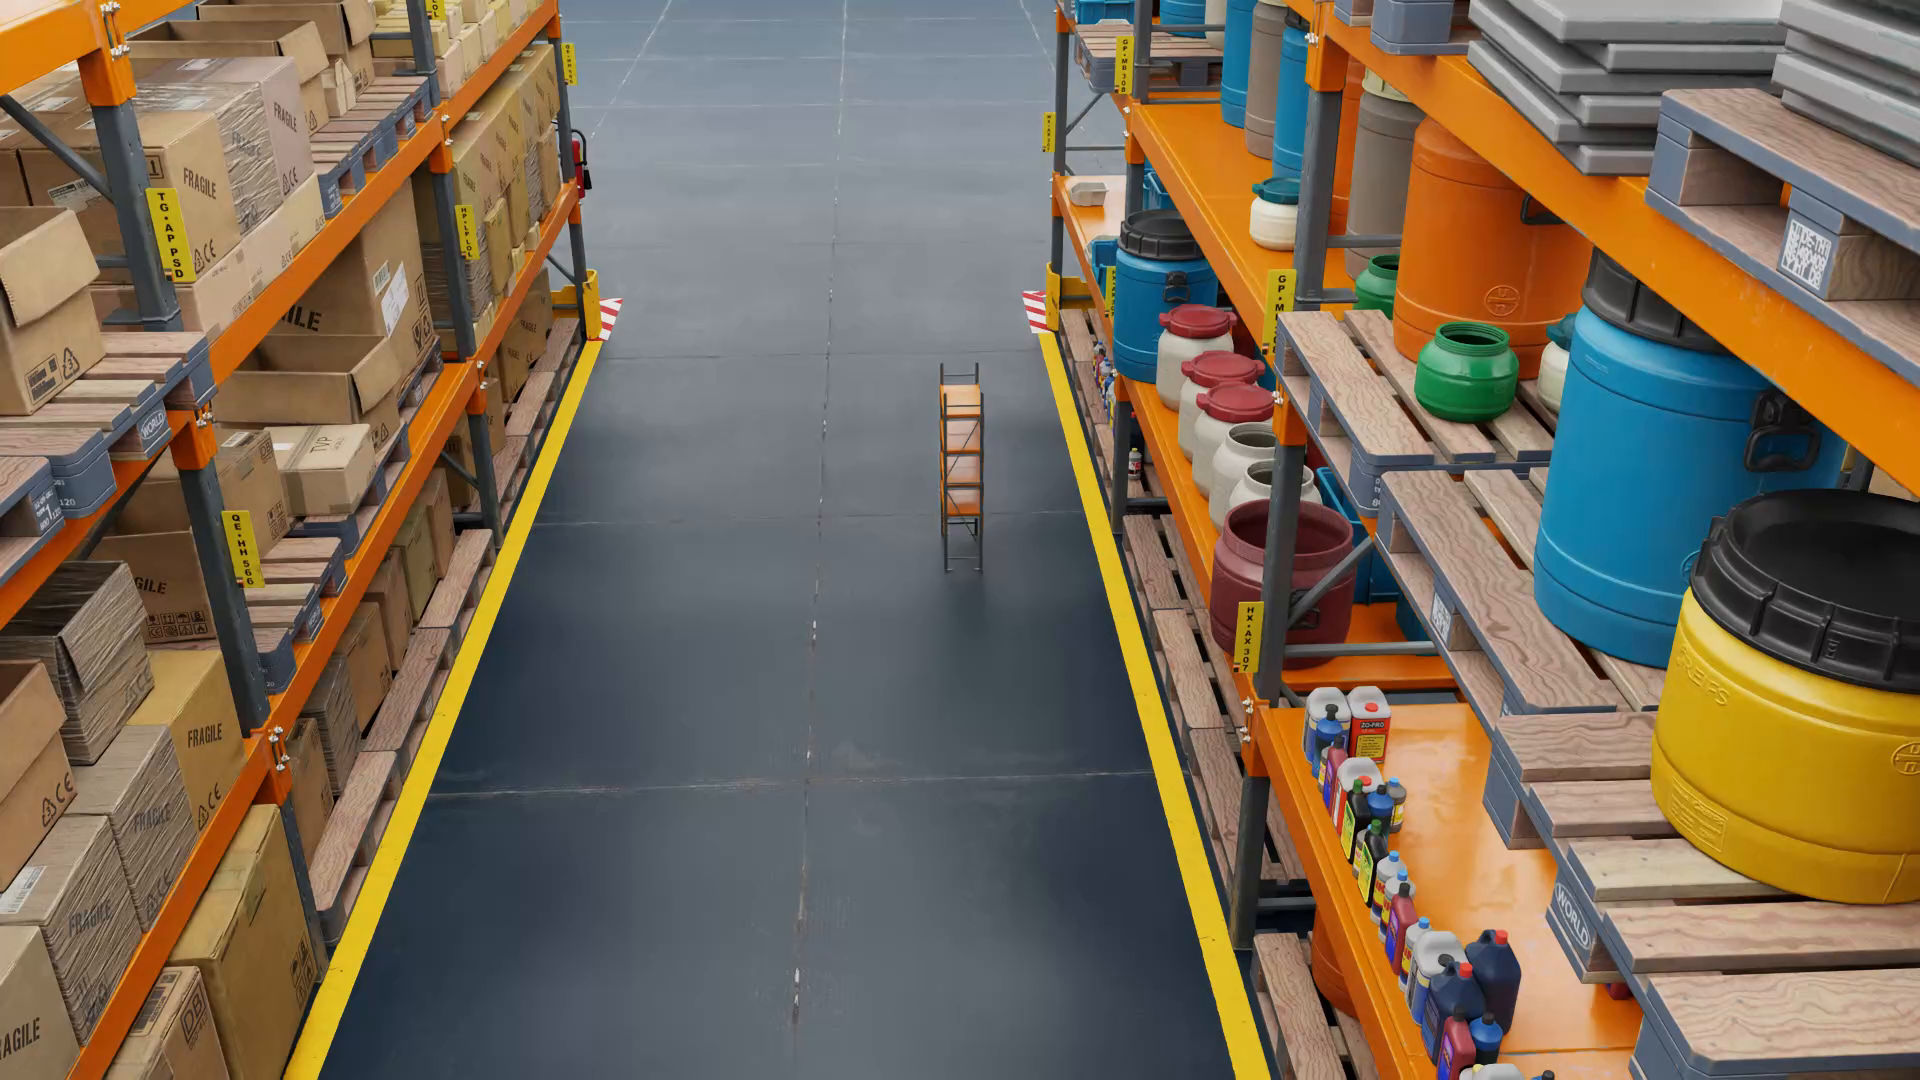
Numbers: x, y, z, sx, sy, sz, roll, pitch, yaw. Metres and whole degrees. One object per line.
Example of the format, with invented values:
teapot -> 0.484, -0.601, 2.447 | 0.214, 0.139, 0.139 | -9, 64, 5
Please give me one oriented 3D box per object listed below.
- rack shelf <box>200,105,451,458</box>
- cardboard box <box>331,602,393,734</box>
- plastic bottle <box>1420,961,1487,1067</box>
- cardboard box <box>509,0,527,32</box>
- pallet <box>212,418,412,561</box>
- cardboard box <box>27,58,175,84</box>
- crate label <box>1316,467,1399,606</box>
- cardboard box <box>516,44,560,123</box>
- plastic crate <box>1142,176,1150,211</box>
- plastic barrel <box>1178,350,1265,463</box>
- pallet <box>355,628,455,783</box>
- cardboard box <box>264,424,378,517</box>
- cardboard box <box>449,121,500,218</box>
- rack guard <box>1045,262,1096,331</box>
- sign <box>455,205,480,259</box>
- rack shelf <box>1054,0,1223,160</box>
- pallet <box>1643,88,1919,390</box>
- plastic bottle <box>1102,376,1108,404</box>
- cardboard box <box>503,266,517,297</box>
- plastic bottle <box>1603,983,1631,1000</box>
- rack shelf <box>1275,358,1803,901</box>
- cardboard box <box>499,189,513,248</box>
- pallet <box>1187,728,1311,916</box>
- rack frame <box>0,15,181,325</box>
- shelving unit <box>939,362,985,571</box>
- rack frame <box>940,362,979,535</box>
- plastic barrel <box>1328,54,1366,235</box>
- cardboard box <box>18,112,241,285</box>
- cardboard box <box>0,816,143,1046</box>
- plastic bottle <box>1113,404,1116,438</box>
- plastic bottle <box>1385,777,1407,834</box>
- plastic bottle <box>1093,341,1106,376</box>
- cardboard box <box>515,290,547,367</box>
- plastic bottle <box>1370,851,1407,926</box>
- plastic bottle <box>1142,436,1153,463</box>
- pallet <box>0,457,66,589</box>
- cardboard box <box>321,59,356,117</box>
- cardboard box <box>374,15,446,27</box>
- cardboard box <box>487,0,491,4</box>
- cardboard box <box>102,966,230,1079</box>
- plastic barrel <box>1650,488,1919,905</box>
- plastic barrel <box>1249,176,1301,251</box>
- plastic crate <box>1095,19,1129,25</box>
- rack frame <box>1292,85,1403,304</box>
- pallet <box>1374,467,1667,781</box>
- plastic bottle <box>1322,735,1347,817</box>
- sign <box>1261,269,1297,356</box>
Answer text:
rack shelf -> -3.349, -1.369, 7.727 | 1.077, 0.370, 4.000 | -1, 28, -3
cardboard box -> -3.378, 0.653, 8.545 | 0.700, 0.500, 0.500 | 1, 28, 2
plastic bottle -> 1.478, 1.390, 4.957 | 0.144, 0.351, 0.185 | -1, 28, -3
cardboard box -> -3.337, -3.708, 11.597 | 0.500, 0.250, 0.500 | -1, 28, -2
pallet -> -3.389, -0.262, 8.279 | 1.003, 0.211, 1.213 | -1, 28, -3
cardboard box -> -3.568, -1.710, 6.955 | 0.500, 0.500, 0.500 | -1, 28, -2
crate label -> 1.919, -0.035, 7.597 | 0.502, 0.435, 0.616 | -1, 28, -3
cardboard box -> -3.387, -3.500, 12.769 | 0.500, 0.500, 0.500 | -1, 28, -3
plastic crate -> 1.637, -2.658, 12.826 | 0.499, 0.251, 0.408 | -1, 28, -3
plastic barrel -> 1.362, -0.675, 8.717 | 0.433, 0.535, 0.433 | 0, 28, 0
pallet -> -3.345, 0.879, 8.898 | 1.003, 0.211, 1.213 | -1, 28, -3
cardboard box -> -3.103, -0.333, 7.916 | 0.500, 0.250, 0.500 | -2, 28, -4
cardboard box -> -3.251, -2.346, 10.555 | 0.500, 0.500, 0.500 | -1, 28, -3
rack guard -> 1.334, -2.106, 14.310 | 1.175, 0.500, 0.348 | -1, 28, -3
sign -> -2.900, -1.810, 9.787 | 0.100, 0.325, 0.005 | -1, 28, -3
rack shelf -> 1.388, -3.336, 11.498 | 1.077, 0.370, 4.000 | -1, 28, -3
pallet -> 1.836, -0.487, 2.651 | 1.003, 0.211, 1.213 | -1, 28, -3
plastic bottle -> 1.095, -1.108, 12.242 | 0.097, 0.201, 0.097 | 0, 28, 0
cardboard box -> -3.200, -1.739, 11.174 | 0.380, 0.149, 0.250 | -1, 28, -3
plastic bottle -> 2.074, 1.291, 5.219 | 0.061, 0.283, 0.133 | -1, 28, -3
rack shelf -> 1.806, 0.359, 4.415 | 1.077, 0.370, 4.000 | -1, 28, -3
cardboard box -> -3.533, -2.127, 11.217 | 0.875, 0.500, 0.500 | -1, 28, -3
pallet -> 1.700, 1.324, 8.046 | 1.003, 0.211, 1.213 | -1, 28, -3
rack frame -> -3.245, -2.094, 5.096 | 1.000, 3.000, 0.127 | -1, 28, -3
shelving unit -> 0.009, -0.456, 10.388 | 0.258, 1.200, 0.503 | -1, 28, -3
rack frame -> -0.004, -0.568, 10.604 | 0.240, 1.200, 0.015 | -1, 28, -3
plastic barrel -> 1.841, -1.761, 7.236 | 0.600, 0.830, 0.708 | -1, 28, -3
cardboard box -> -3.013, -1.253, 6.079 | 0.500, 0.500, 0.500 | -1, 28, -2
cardboard box -> -2.921, 1.213, 5.134 | 0.500, 0.500, 0.500 | -2, 28, -4
plastic bottle -> 1.111, -0.845, 11.650 | 0.061, 0.283, 0.133 | 0, 28, 1
plastic bottle -> 1.549, 0.944, 5.973 | 0.097, 0.201, 0.097 | 0, 28, 0
plastic bottle -> 1.067, -1.389, 12.706 | 0.097, 0.271, 0.097 | 0, 28, 0
cardboard box -> -3.581, -1.643, 12.967 | 0.500, 0.500, 0.500 | 6, 28, 11
plastic bottle -> 1.423, 1.147, 5.509 | 0.097, 0.271, 0.097 | 0, 28, 0
plastic bottle -> 1.315, -0.716, 11.329 | 0.144, 0.351, 0.185 | -1, 28, -3
pallet -> -3.097, 0.132, 4.276 | 1.003, 0.211, 1.213 | 0, 28, 0
cardboard box -> -3.305, -2.306, 8.438 | 0.396, 0.266, 0.258 | 0, 28, -1
cardboard box -> -3.245, -3.001, 9.809 | 0.380, 0.149, 0.250 | -3, 28, -5
cardboard box -> -3.316, -3.599, 10.956 | 0.380, 0.149, 0.250 | -1, 28, -1
cardboard box -> -3.191, 2.053, 5.476 | 1.225, 0.875, 0.875 | -1, 28, -2
plastic barrel -> 1.660, 0.277, 3.136 | 0.600, 0.588, 0.600 | 0, 28, 0
plastic barrel -> 1.402, -1.404, 7.167 | 0.301, 0.262, 0.301 | 0, 28, 0
plastic crate -> 1.005, -3.346, 11.025 | 0.243, 0.136, 0.396 | -1, 28, -3
rack frame -> 1.701, -2.214, 5.326 | 1.000, 3.000, 0.127 | -1, 28, -3
pallet -> 1.709, 0.164, 4.215 | 1.003, 0.211, 1.213 | -1, 28, -3
plastic bottle -> 1.373, 0.858, 6.049 | 0.061, 0.283, 0.133 | -1, 28, -3
sign -> 1.152, -0.821, 6.012 | 0.100, 0.325, 0.005 | -1, 28, -3
